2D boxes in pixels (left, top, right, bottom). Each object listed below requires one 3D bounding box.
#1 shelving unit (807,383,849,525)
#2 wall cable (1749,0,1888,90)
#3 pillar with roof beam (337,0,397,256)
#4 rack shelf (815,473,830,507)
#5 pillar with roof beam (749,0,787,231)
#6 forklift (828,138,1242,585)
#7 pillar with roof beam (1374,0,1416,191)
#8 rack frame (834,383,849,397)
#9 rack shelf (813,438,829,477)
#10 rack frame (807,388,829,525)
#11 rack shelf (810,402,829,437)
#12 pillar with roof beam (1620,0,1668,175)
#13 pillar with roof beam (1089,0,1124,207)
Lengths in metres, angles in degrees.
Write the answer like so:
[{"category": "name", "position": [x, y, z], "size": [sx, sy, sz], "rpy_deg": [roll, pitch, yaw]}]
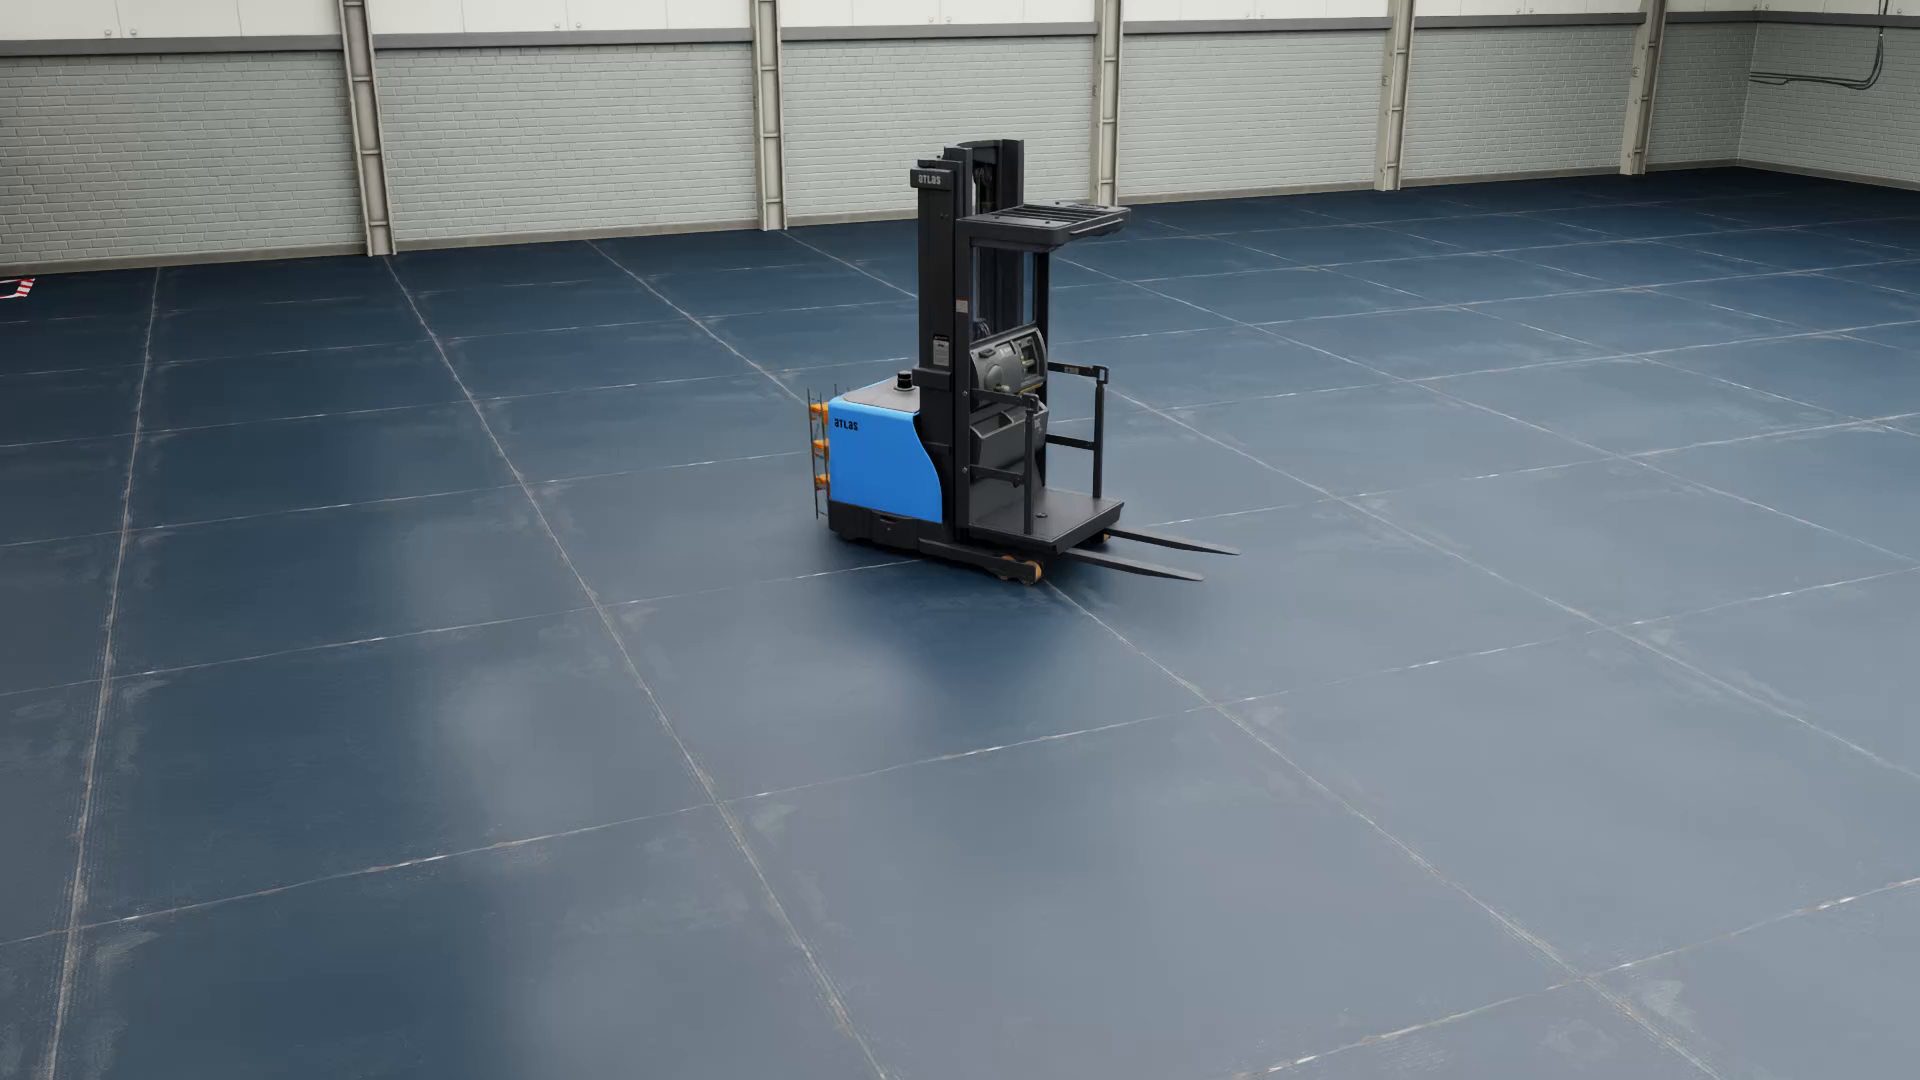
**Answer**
[{"category": "shelving unit", "position": [-0.981, -0.661, 12.797], "size": [0.252, 1.050, 0.215], "rpy_deg": [-15, 22, -33]}, {"category": "wall cable", "position": [16.745, -10.139, 32.444], "size": [0.112, 2.526, 3.097], "rpy_deg": [-8, 21, -22]}, {"category": "pillar with roof beam", "position": [-6.815, -7.149, 19.277], "size": [0.400, 9.000, 9.100], "rpy_deg": [-8, 21, -22]}, {"category": "rack shelf", "position": [-0.969, -0.388, 12.889], "size": [0.240, 0.259, 0.215], "rpy_deg": [-15, 22, -33]}, {"category": "pillar with roof beam", "position": [-1.306, -7.939, 21.519], "size": [0.400, 9.000, 9.100], "rpy_deg": [-8, 21, -22]}, {"category": "forklift", "position": [0.523, -1.269, 11.713], "size": [3.031, 2.935, 1.130], "rpy_deg": [12, 23, 31]}, {"category": "pillar with roof beam", "position": [9.712, -9.517, 26.002], "size": [0.400, 9.000, 9.100], "rpy_deg": [-8, 21, -22]}, {"category": "rack frame", "position": [-0.883, -0.688, 12.864], "size": [0.008, 1.050, 0.200], "rpy_deg": [-15, 22, -33]}, {"category": "rack shelf", "position": [-0.981, -0.651, 12.801], "size": [0.240, 0.259, 0.215], "rpy_deg": [-15, 22, -33]}, {"category": "rack frame", "position": [-1.080, -0.634, 12.731], "size": [0.008, 1.050, 0.200], "rpy_deg": [-15, 22, -33]}, {"category": "rack shelf", "position": [-0.993, -0.920, 12.711], "size": [0.240, 0.259, 0.215], "rpy_deg": [-15, 22, -33]}, {"category": "pillar with roof beam", "position": [15.221, -10.307, 28.244], "size": [0.400, 9.000, 9.100], "rpy_deg": [-8, 21, -22]}, {"category": "pillar with roof beam", "position": [4.203, -8.728, 23.761], "size": [0.400, 9.000, 9.100], "rpy_deg": [-8, 21, -22]}]
